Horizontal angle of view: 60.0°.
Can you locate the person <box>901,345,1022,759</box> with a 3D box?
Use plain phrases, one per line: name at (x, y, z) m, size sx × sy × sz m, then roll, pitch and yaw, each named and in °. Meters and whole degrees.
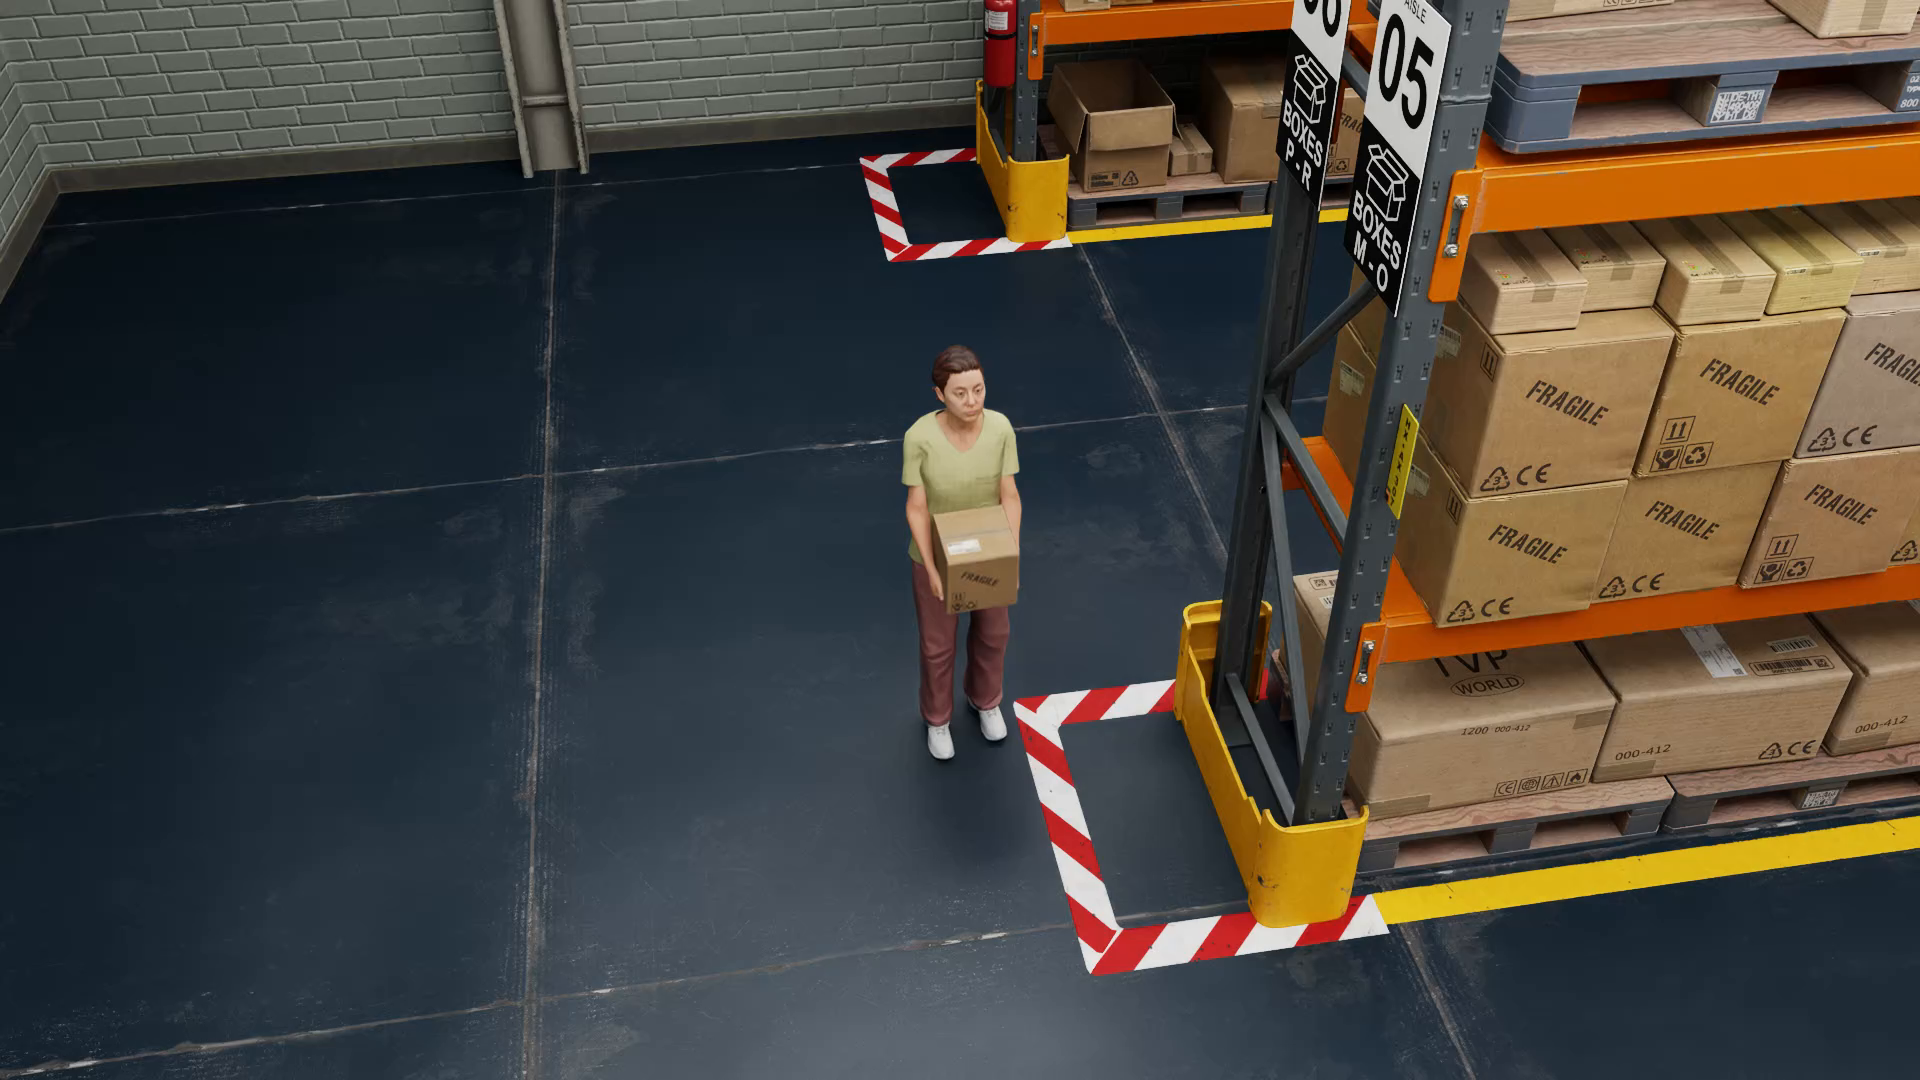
person at (0.019, 0.094, 6.047) m, size 0.428 × 1.662 × 0.547 m, roll -8°, pitch 39°, yaw -10°
